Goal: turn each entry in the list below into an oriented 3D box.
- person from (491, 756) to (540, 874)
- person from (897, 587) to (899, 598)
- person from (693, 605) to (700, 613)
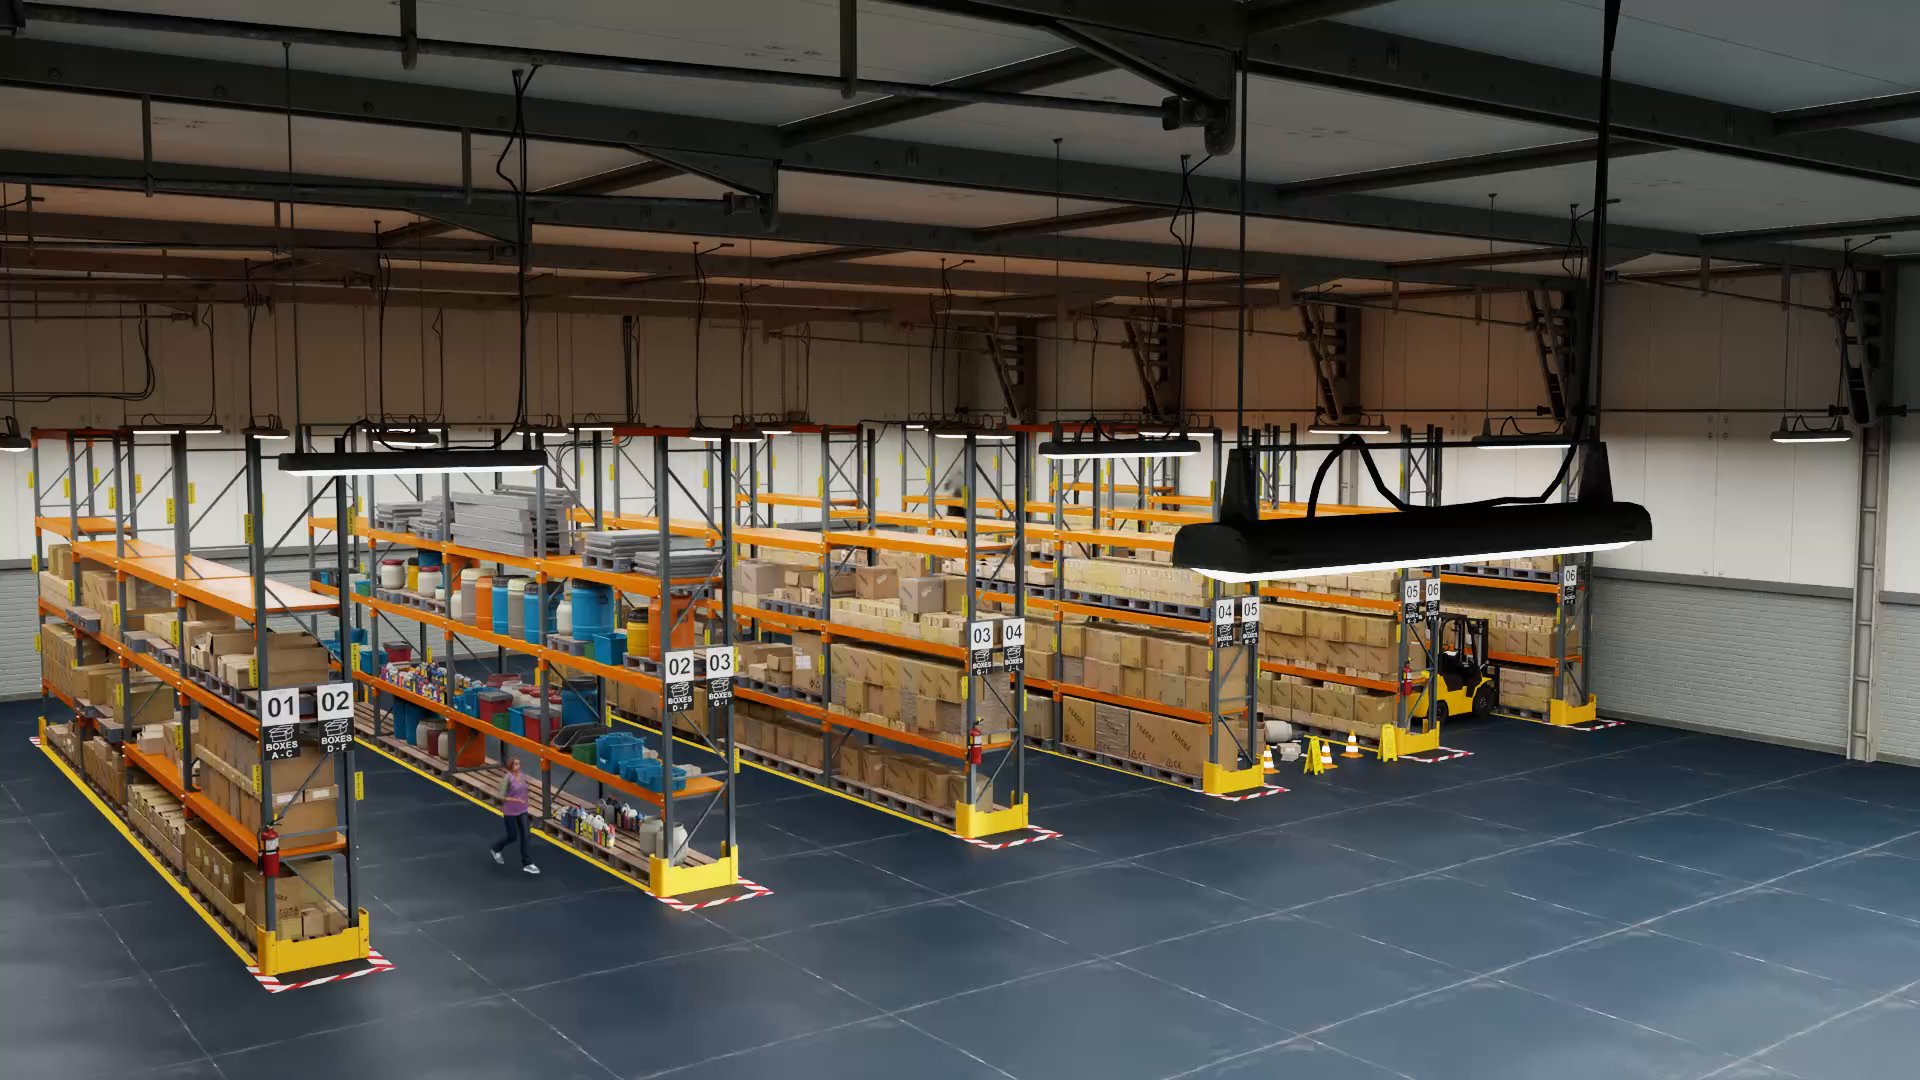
[{"bbox_3d":[-6.067,3.725,22.688,0.878,1.572,0.548,3,5,33],"label":"person"},{"bbox_3d":[-1.477,2.001,44.872,0.716,1.768,0.740,-1,5,-7],"label":"person"},{"bbox_3d":[-6.643,2.320,40.476,0.780,1.728,0.707,3,5,33],"label":"person"}]
